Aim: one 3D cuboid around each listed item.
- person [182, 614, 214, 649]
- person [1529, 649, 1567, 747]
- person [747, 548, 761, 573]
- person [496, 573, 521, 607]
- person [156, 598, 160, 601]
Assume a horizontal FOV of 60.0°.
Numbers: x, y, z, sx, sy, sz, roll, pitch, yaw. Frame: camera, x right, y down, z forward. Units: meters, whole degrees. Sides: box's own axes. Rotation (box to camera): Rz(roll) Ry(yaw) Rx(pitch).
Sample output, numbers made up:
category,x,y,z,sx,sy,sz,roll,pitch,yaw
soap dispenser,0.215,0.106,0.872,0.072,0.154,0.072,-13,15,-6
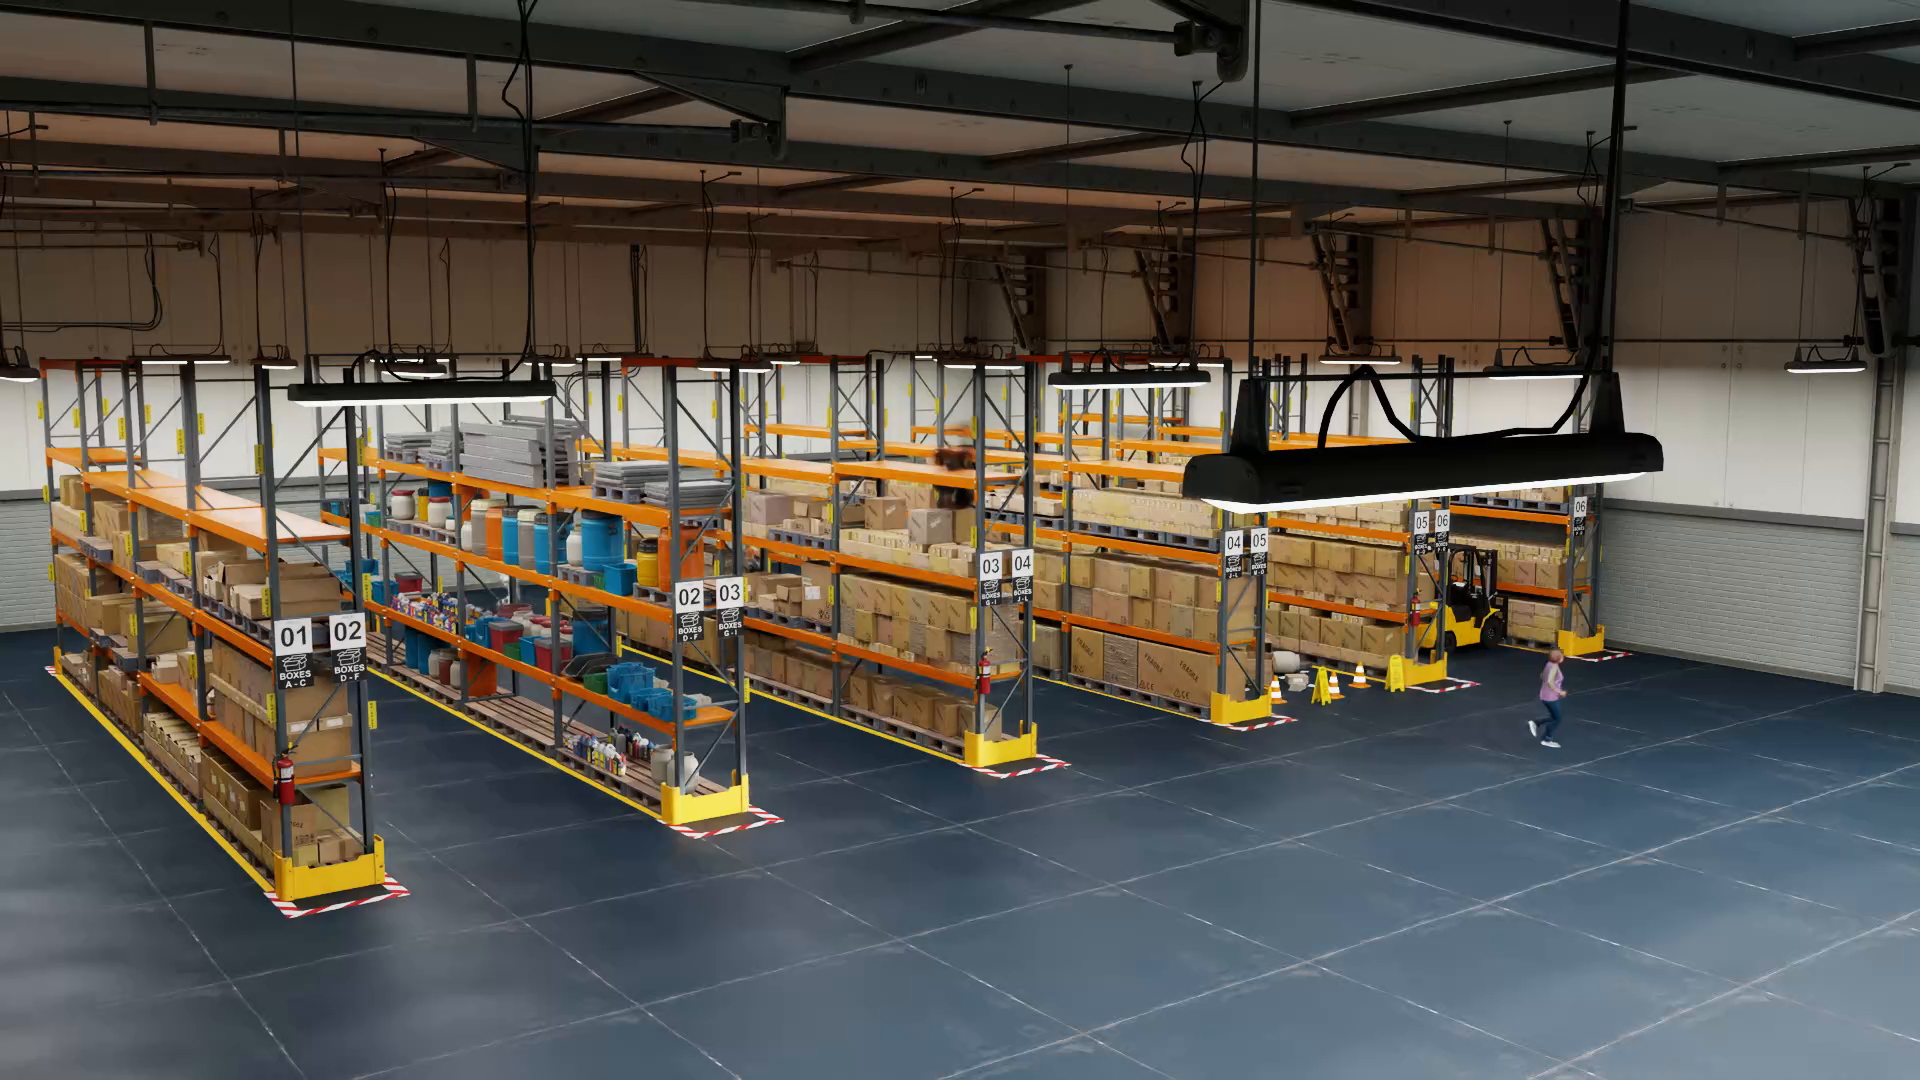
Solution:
category,x,y,z,sx,sy,sz,roll,pitch,yaw
person,-14.881,1.662,32.494,0.602,1.578,0.633,5,8,33
person,9.162,2.467,25.904,0.534,1.558,0.553,2,7,14
person,-4.507,1.006,37.400,0.683,1.674,0.743,-4,8,-29
person,-10.379,0.911,38.032,0.568,1.740,0.657,-6,9,-39
person,-15.863,1.534,33.338,0.817,1.644,0.632,2,7,18
